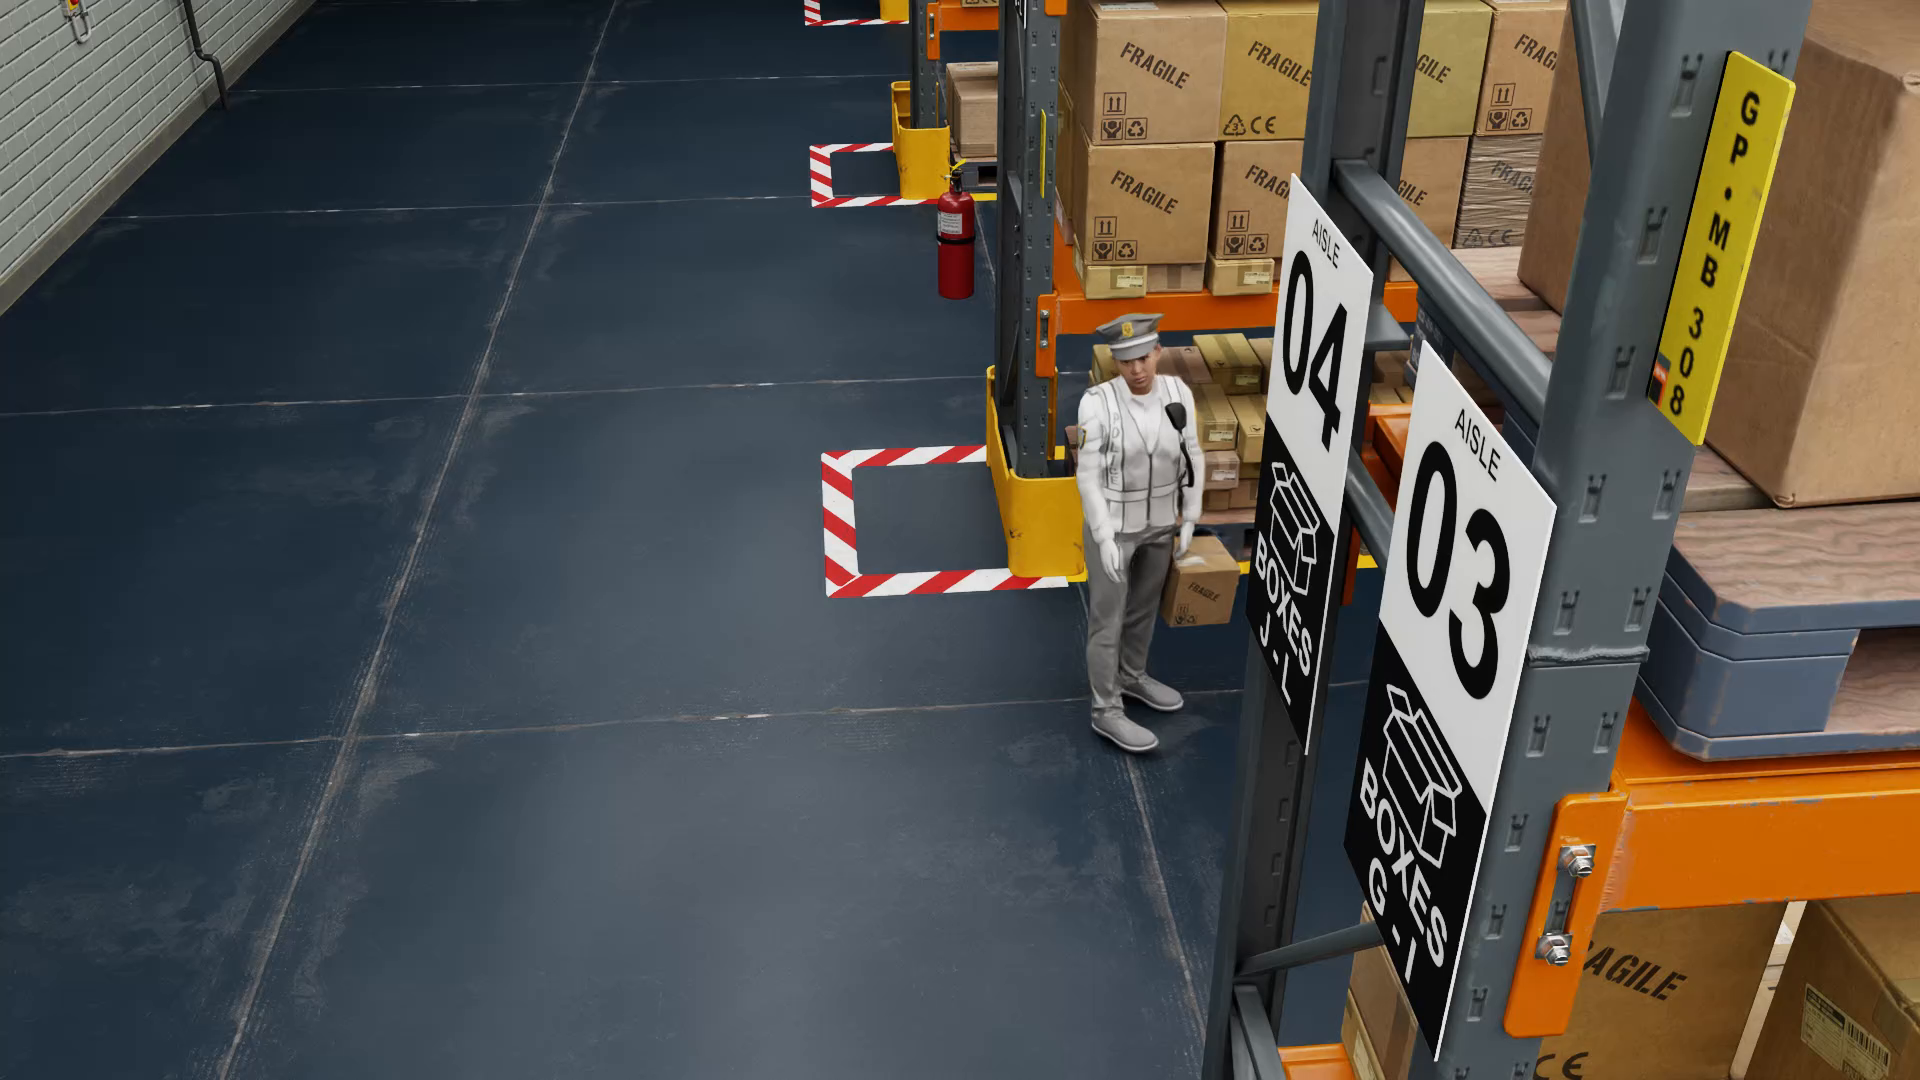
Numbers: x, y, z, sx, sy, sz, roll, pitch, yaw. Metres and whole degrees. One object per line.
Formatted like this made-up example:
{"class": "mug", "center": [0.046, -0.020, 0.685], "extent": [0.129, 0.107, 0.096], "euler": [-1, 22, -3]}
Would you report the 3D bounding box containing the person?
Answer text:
{"class": "person", "center": [0.688, -0.030, 6.124], "extent": [0.503, 1.693, 0.526], "euler": [-13, 34, -20]}
